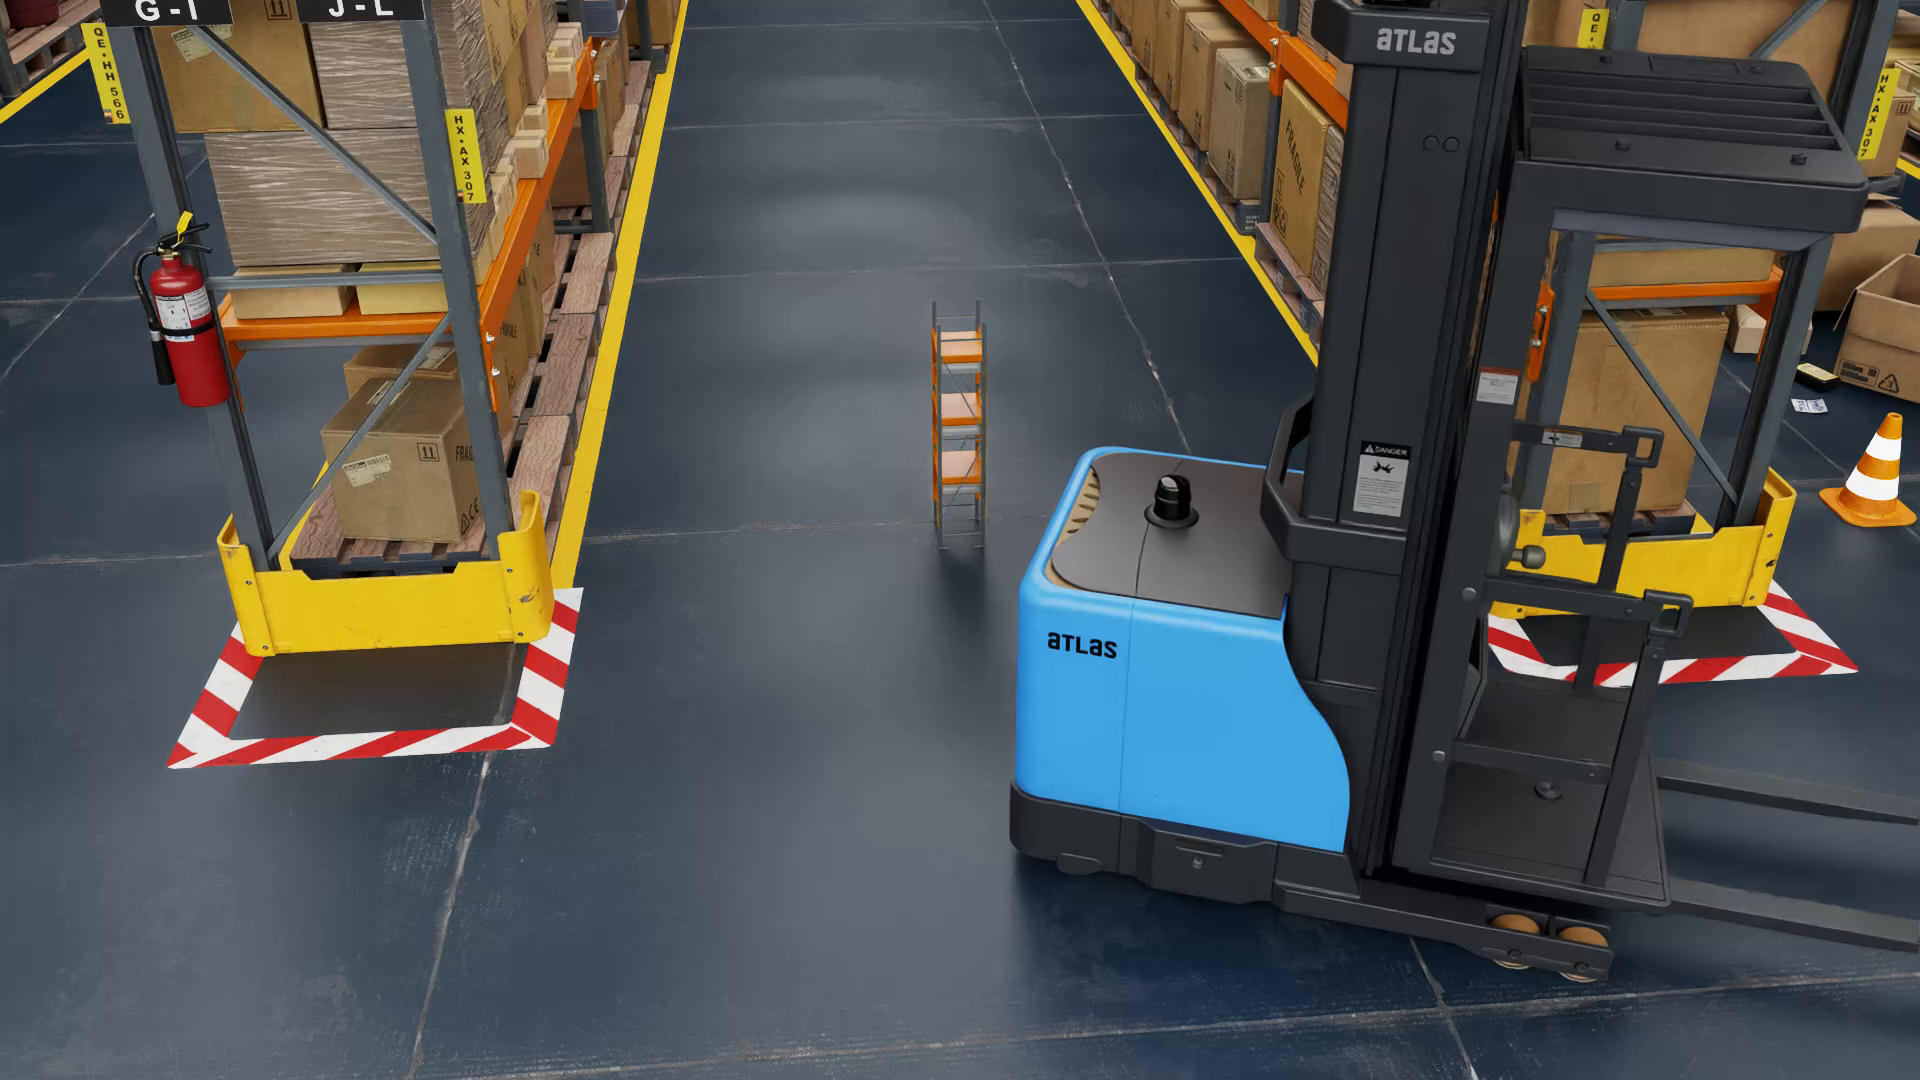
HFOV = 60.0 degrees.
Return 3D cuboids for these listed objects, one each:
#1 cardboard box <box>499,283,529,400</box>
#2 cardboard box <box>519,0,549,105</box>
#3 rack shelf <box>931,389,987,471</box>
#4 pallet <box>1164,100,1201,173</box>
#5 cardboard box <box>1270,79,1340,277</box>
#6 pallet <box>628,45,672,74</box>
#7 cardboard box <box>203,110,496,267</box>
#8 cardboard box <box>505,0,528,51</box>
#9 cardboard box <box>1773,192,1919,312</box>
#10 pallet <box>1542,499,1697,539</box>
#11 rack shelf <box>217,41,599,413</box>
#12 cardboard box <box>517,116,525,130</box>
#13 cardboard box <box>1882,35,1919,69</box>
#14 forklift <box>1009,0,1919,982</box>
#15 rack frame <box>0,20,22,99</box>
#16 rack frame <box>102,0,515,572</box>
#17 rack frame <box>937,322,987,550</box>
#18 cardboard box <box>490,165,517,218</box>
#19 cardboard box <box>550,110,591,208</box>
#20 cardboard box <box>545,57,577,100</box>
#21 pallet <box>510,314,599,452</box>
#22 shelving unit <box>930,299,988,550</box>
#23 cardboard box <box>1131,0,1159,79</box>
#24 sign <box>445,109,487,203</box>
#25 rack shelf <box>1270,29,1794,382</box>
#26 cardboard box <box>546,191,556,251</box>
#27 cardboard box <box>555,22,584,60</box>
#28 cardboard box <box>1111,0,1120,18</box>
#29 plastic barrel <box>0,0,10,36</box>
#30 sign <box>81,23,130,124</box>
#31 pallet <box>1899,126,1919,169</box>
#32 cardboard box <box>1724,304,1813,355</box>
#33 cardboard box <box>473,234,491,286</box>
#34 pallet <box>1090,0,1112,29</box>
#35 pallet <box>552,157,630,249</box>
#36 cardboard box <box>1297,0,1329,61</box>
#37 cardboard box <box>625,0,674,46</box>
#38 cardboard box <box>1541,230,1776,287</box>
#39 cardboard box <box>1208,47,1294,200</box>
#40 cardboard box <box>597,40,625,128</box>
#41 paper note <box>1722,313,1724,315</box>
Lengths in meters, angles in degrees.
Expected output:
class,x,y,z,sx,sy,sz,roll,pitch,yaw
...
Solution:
class,x,y,z,sx,sy,sz,roll,pitch,yaw
cardboard box,-2.398,-0.959,7.958,0.500,0.500,0.500,0,31,0
cardboard box,-2.461,-2.381,7.923,0.875,0.500,0.500,-3,31,-5
rack shelf,-0.005,-0.469,7.032,0.215,0.259,0.240,-3,31,-5
pallet,2.083,-2.954,11.989,1.003,0.211,1.213,-3,31,-5
cardboard box,2.337,-2.080,9.469,0.875,0.875,0.875,-2,31,-4
pallet,-2.973,-4.201,14.078,1.003,0.211,1.213,-3,31,-5
cardboard box,-2.250,-1.361,6.215,0.875,0.500,0.500,-3,31,-5
cardboard box,-2.094,-2.312,6.834,0.500,0.500,0.500,-3,31,-5
cardboard box,4.860,-1.622,9.342,0.797,0.637,0.503,-3,31,-5
pallet,2.569,-0.301,7.549,1.003,0.211,1.213,-3,31,-5
rack shelf,-2.413,-1.620,7.739,1.077,0.370,4.000,-3,31,-5
cardboard box,-2.215,-1.849,7.665,0.380,0.149,0.250,-3,31,-5
cardboard box,7.078,-3.467,12.281,0.950,0.372,0.625,-2,31,-3
forklift,1.738,-0.229,4.775,3.031,2.935,1.130,8,32,14
rack frame,-7.905,-4.755,12.286,1.000,3.000,0.127,-3,31,-5
rack frame,-2.226,-0.908,5.845,1.000,3.000,0.127,-3,31,-5
rack frame,0.006,-0.416,6.922,0.200,1.050,0.008,-3,31,-5
cardboard box,-2.089,-1.468,7.028,0.380,0.149,0.250,-3,31,-5
cardboard box,-2.636,-2.380,10.319,0.700,0.500,0.500,-5,31,-8
cardboard box,-2.176,-2.366,8.530,0.380,0.149,0.250,-3,31,-5
pallet,-2.385,-0.787,8.362,1.003,0.211,1.213,-3,31,-5
shelving unit,-0.005,-0.478,7.027,0.215,1.050,0.252,-3,31,-5
cardboard box,1.941,-4.078,12.936,1.050,0.750,0.750,-3,31,-5
sign,-1.686,-1.306,5.666,0.100,0.325,0.005,-3,31,-5
rack shelf,2.534,-1.806,8.050,1.077,0.370,4.000,-3,31,-5
cardboard box,-2.603,-1.851,9.452,0.500,0.500,0.500,-4,31,-6
cardboard box,-2.287,-2.747,9.168,0.380,0.149,0.250,-3,31,-5
cardboard box,1.607,-4.874,14.513,0.500,0.500,0.500,-2,31,-3
plastic barrel,-8.110,-4.400,13.708,0.421,0.512,0.421,0,31,0
sign,-2.781,-1.524,5.439,0.100,0.325,0.005,-3,31,-5
pallet,7.192,-2.625,11.439,1.003,0.211,1.213,-3,31,-5
cardboard box,4.342,-1.173,8.955,0.396,0.266,0.258,2,31,4
cardboard box,-2.020,-1.086,6.387,0.380,0.149,0.250,-3,31,-5
pallet,1.791,-5.002,15.418,1.003,0.211,1.213,-3,31,-5
pallet,-2.674,-2.150,10.644,1.003,0.211,1.213,-3,31,-5
cardboard box,2.394,-3.013,9.222,0.875,0.550,0.550,-3,31,-5
cardboard box,-3.018,-4.614,13.712,1.225,0.875,0.875,-4,31,-7
cardboard box,2.642,-1.346,6.431,0.875,0.550,0.550,-3,31,-5
cardboard box,2.200,-2.663,10.568,1.050,0.750,0.750,-3,31,-5
cardboard box,-2.767,-3.195,11.683,0.700,0.500,0.500,0,31,0
paper note,4.296,-1.252,9.325,0.172,0.023,0.155,8,32,13
